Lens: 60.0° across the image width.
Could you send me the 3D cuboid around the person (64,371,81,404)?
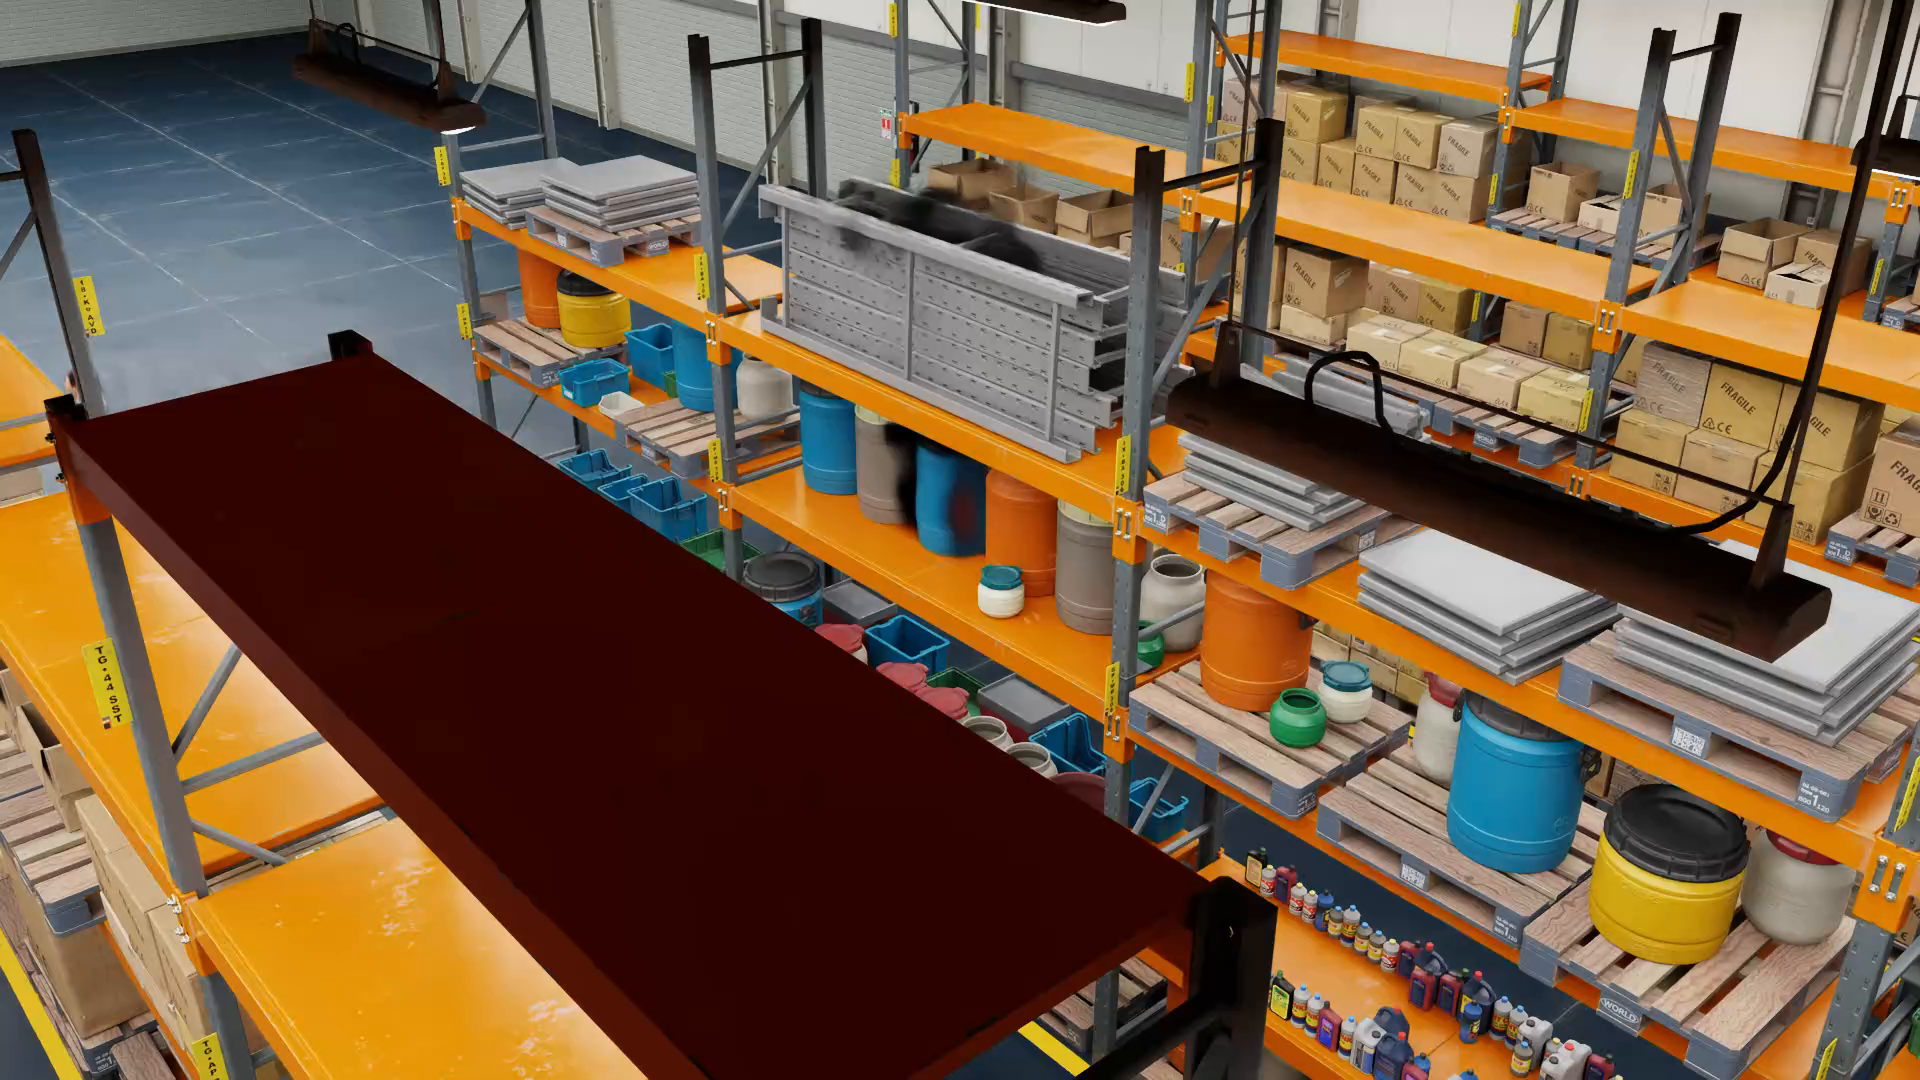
[{"bbox_3d":[-9.354,-1.047,17.831,0.544,1.618,0.540,-9,28,-18],"label":"person"}]
